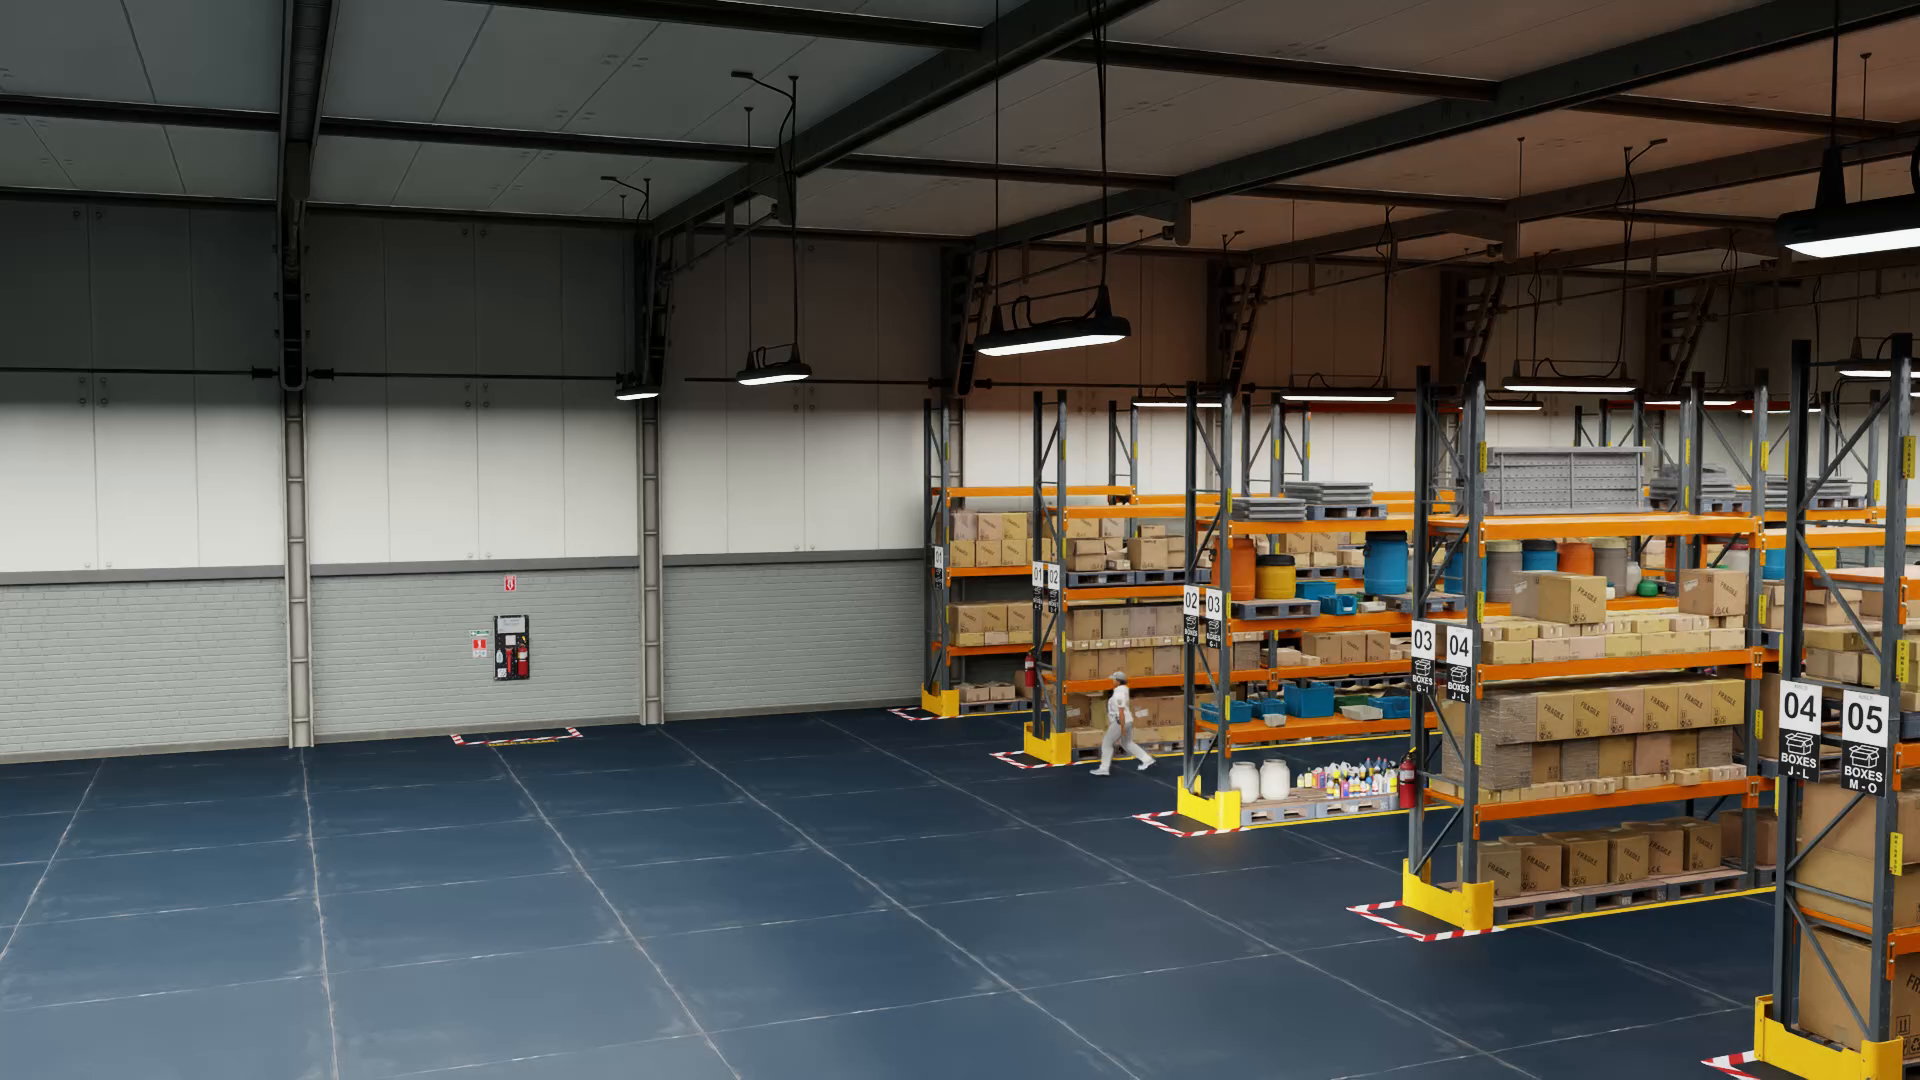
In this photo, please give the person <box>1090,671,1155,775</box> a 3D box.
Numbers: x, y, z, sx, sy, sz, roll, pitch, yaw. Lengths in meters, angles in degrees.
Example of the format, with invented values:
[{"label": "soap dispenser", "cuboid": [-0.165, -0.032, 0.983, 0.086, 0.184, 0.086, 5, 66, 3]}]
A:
[{"label": "person", "cuboid": [2.522, 2.824, 25.746, 1.006, 1.608, 0.528, 0, 3, 5]}]
